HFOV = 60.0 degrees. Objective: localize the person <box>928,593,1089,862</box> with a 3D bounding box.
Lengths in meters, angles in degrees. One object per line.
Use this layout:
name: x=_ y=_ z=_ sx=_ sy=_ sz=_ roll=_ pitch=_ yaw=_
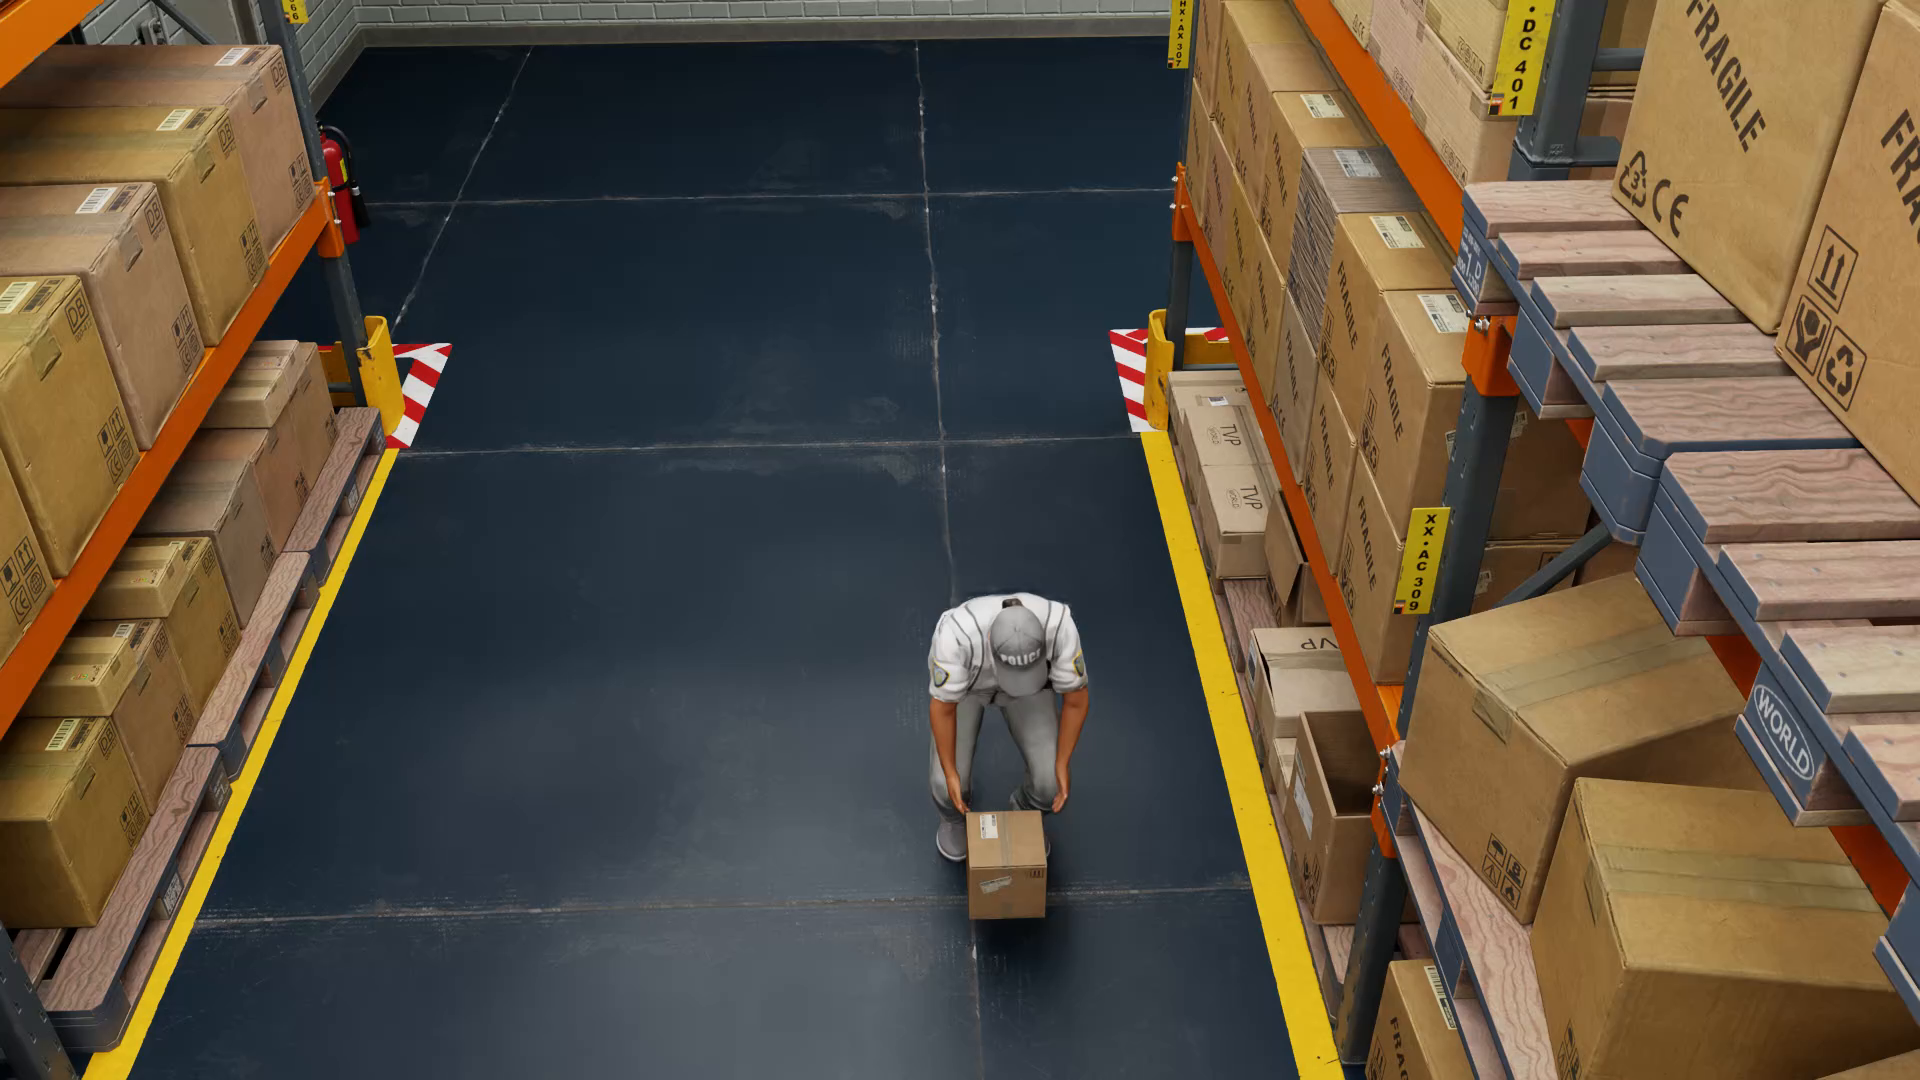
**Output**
person: x=0.155 y=0.588 z=5.668 sx=0.538 sy=1.268 sz=0.783 roll=-2 pitch=35 yaw=-3
